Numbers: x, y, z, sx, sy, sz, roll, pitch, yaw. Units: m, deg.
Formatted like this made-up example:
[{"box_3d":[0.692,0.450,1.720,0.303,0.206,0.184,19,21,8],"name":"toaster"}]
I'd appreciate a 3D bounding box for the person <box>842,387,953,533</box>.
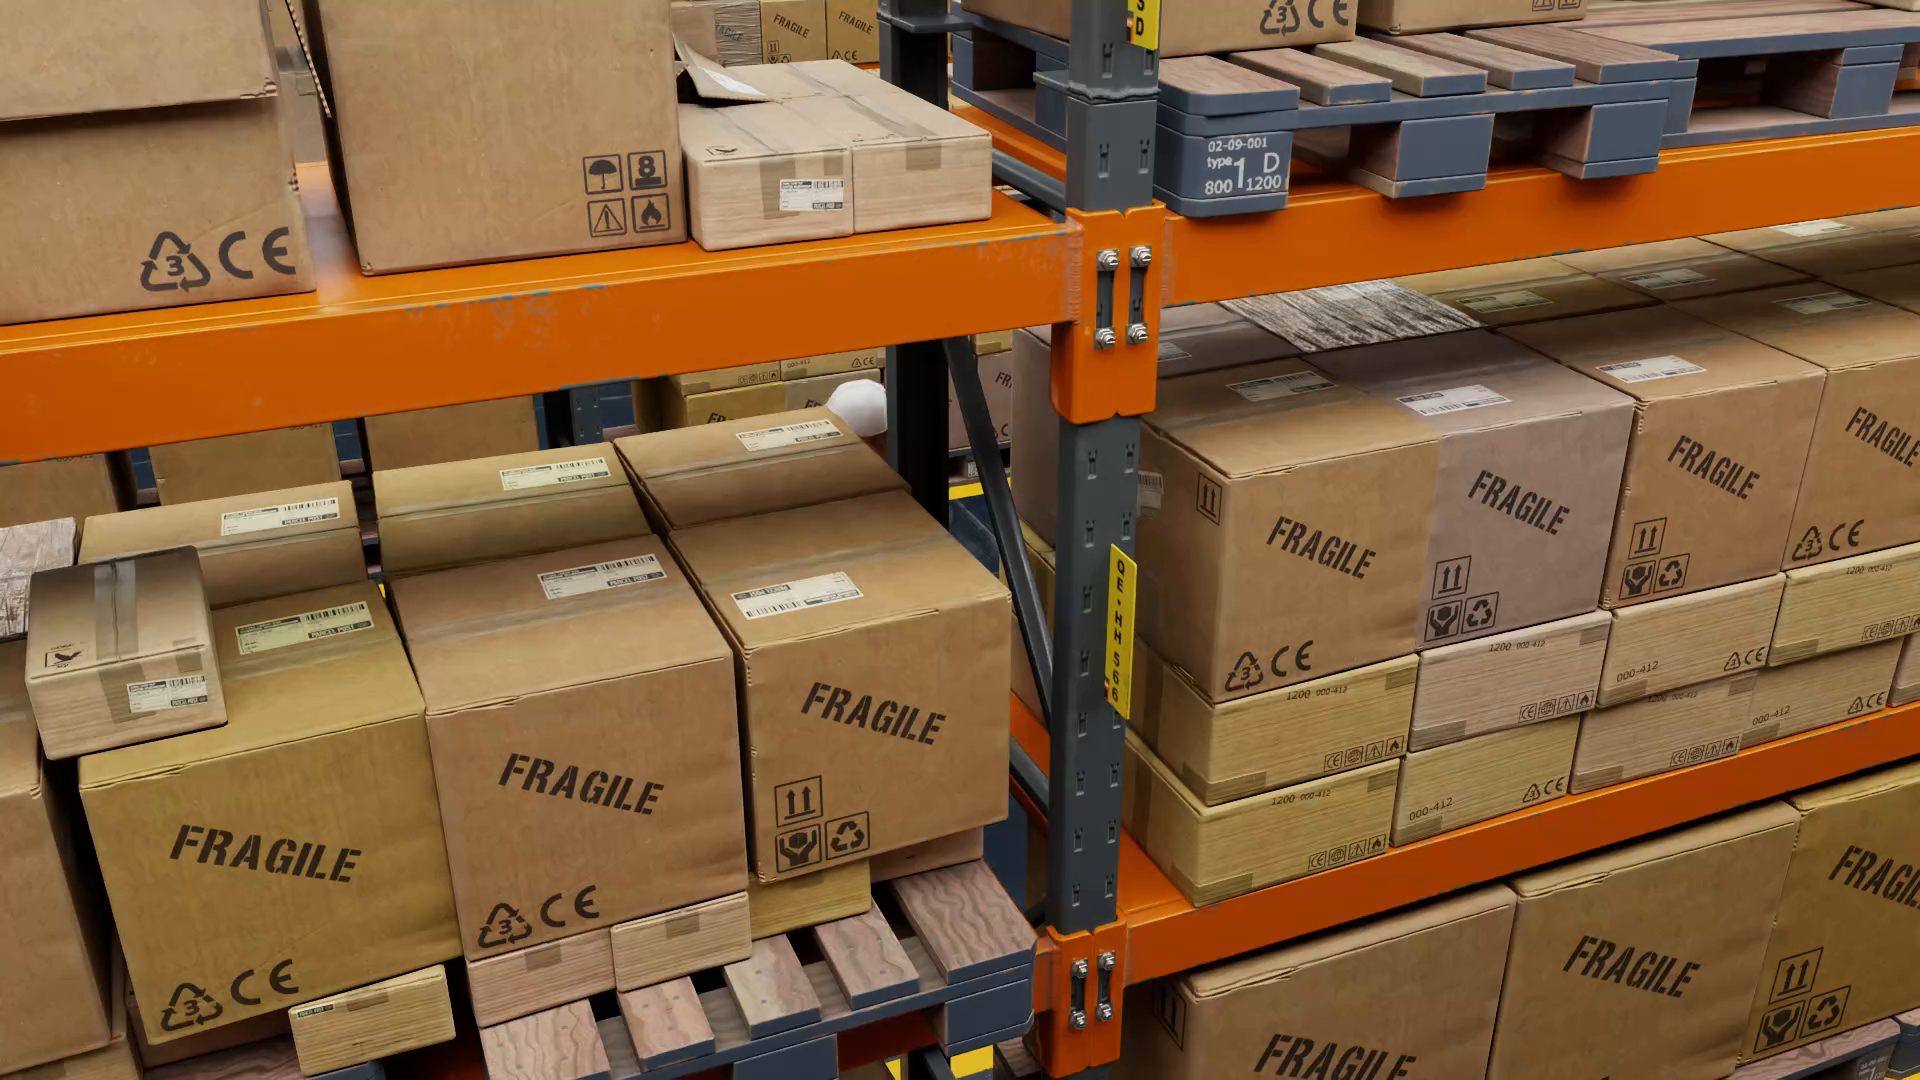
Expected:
[{"box_3d":[-0.245,0.351,5.358,0.352,1.782,0.545,-10,27,-19],"name":"person"}]
